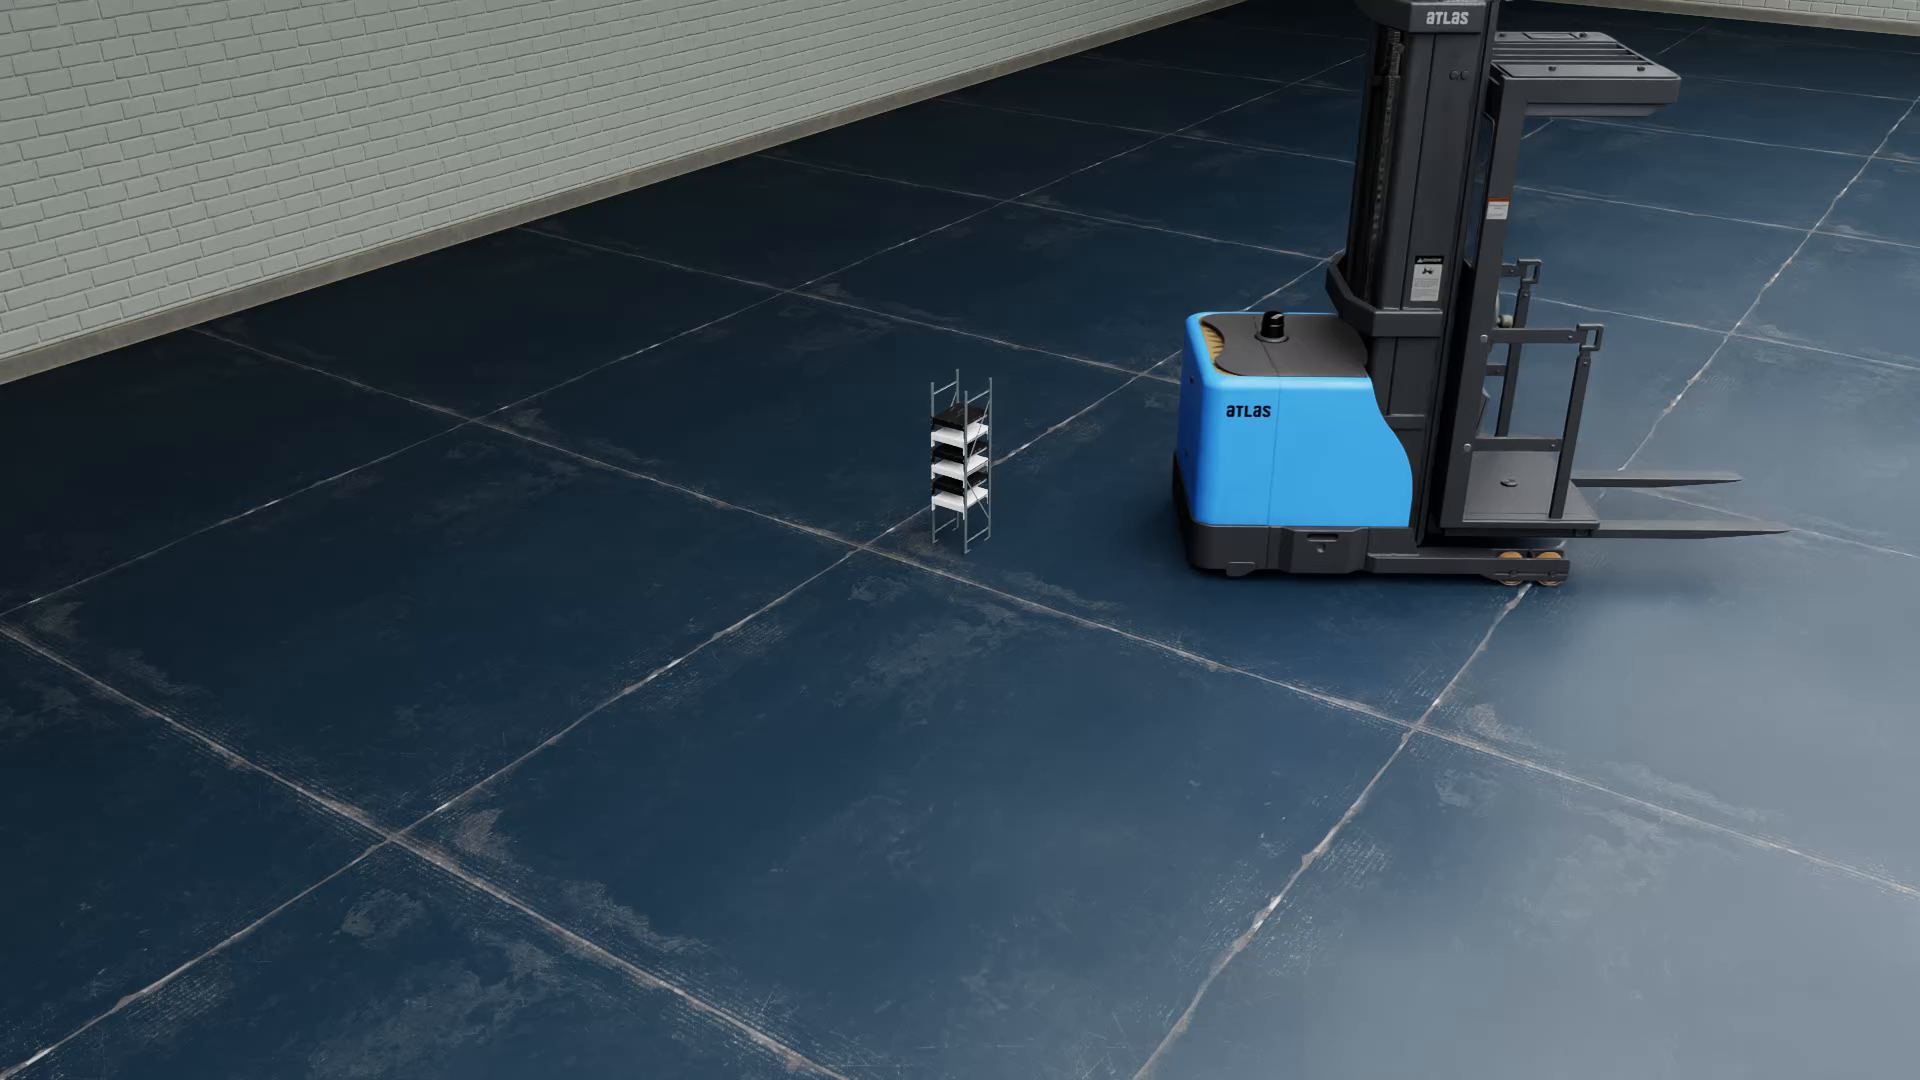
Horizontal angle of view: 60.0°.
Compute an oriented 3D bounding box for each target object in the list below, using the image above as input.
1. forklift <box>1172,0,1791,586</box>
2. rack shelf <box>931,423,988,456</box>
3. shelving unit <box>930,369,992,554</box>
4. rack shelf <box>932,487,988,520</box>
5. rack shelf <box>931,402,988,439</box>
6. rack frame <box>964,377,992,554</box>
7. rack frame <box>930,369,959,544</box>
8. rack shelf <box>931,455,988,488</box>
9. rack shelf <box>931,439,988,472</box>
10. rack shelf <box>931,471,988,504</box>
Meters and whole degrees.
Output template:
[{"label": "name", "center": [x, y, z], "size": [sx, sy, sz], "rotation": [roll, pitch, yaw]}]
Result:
[{"label": "forklift", "center": [2.672, -1.322, 8.116], "size": [3.031, 2.935, 1.130], "rotation": [1, 27, 1]}, {"label": "rack shelf", "center": [0.007, -0.530, 8.475], "size": [0.200, 0.077, 0.258], "rotation": [17, 32, 30]}, {"label": "shelving unit", "center": [0.007, -0.399, 8.542], "size": [0.210, 0.900, 0.258], "rotation": [17, 32, 30]}, {"label": "rack shelf", "center": [0.007, -0.209, 8.639], "size": [0.200, 0.077, 0.258], "rotation": [17, 32, 30]}, {"label": "rack shelf", "center": [0.007, -0.610, 8.434], "size": [0.200, 0.077, 0.258], "rotation": [17, 32, 30]}, {"label": "rack frame", "center": [0.090, -0.373, 8.490], "size": [0.006, 0.900, 0.240], "rotation": [17, 32, 30]}, {"label": "rack frame", "center": [-0.077, -0.425, 8.593], "size": [0.006, 0.900, 0.240], "rotation": [17, 32, 30]}, {"label": "rack shelf", "center": [0.007, -0.369, 8.557], "size": [0.200, 0.077, 0.258], "rotation": [17, 32, 30]}, {"label": "rack shelf", "center": [0.007, -0.449, 8.516], "size": [0.200, 0.077, 0.258], "rotation": [17, 32, 30]}, {"label": "rack shelf", "center": [0.007, -0.289, 8.598], "size": [0.200, 0.077, 0.258], "rotation": [17, 32, 30]}]
